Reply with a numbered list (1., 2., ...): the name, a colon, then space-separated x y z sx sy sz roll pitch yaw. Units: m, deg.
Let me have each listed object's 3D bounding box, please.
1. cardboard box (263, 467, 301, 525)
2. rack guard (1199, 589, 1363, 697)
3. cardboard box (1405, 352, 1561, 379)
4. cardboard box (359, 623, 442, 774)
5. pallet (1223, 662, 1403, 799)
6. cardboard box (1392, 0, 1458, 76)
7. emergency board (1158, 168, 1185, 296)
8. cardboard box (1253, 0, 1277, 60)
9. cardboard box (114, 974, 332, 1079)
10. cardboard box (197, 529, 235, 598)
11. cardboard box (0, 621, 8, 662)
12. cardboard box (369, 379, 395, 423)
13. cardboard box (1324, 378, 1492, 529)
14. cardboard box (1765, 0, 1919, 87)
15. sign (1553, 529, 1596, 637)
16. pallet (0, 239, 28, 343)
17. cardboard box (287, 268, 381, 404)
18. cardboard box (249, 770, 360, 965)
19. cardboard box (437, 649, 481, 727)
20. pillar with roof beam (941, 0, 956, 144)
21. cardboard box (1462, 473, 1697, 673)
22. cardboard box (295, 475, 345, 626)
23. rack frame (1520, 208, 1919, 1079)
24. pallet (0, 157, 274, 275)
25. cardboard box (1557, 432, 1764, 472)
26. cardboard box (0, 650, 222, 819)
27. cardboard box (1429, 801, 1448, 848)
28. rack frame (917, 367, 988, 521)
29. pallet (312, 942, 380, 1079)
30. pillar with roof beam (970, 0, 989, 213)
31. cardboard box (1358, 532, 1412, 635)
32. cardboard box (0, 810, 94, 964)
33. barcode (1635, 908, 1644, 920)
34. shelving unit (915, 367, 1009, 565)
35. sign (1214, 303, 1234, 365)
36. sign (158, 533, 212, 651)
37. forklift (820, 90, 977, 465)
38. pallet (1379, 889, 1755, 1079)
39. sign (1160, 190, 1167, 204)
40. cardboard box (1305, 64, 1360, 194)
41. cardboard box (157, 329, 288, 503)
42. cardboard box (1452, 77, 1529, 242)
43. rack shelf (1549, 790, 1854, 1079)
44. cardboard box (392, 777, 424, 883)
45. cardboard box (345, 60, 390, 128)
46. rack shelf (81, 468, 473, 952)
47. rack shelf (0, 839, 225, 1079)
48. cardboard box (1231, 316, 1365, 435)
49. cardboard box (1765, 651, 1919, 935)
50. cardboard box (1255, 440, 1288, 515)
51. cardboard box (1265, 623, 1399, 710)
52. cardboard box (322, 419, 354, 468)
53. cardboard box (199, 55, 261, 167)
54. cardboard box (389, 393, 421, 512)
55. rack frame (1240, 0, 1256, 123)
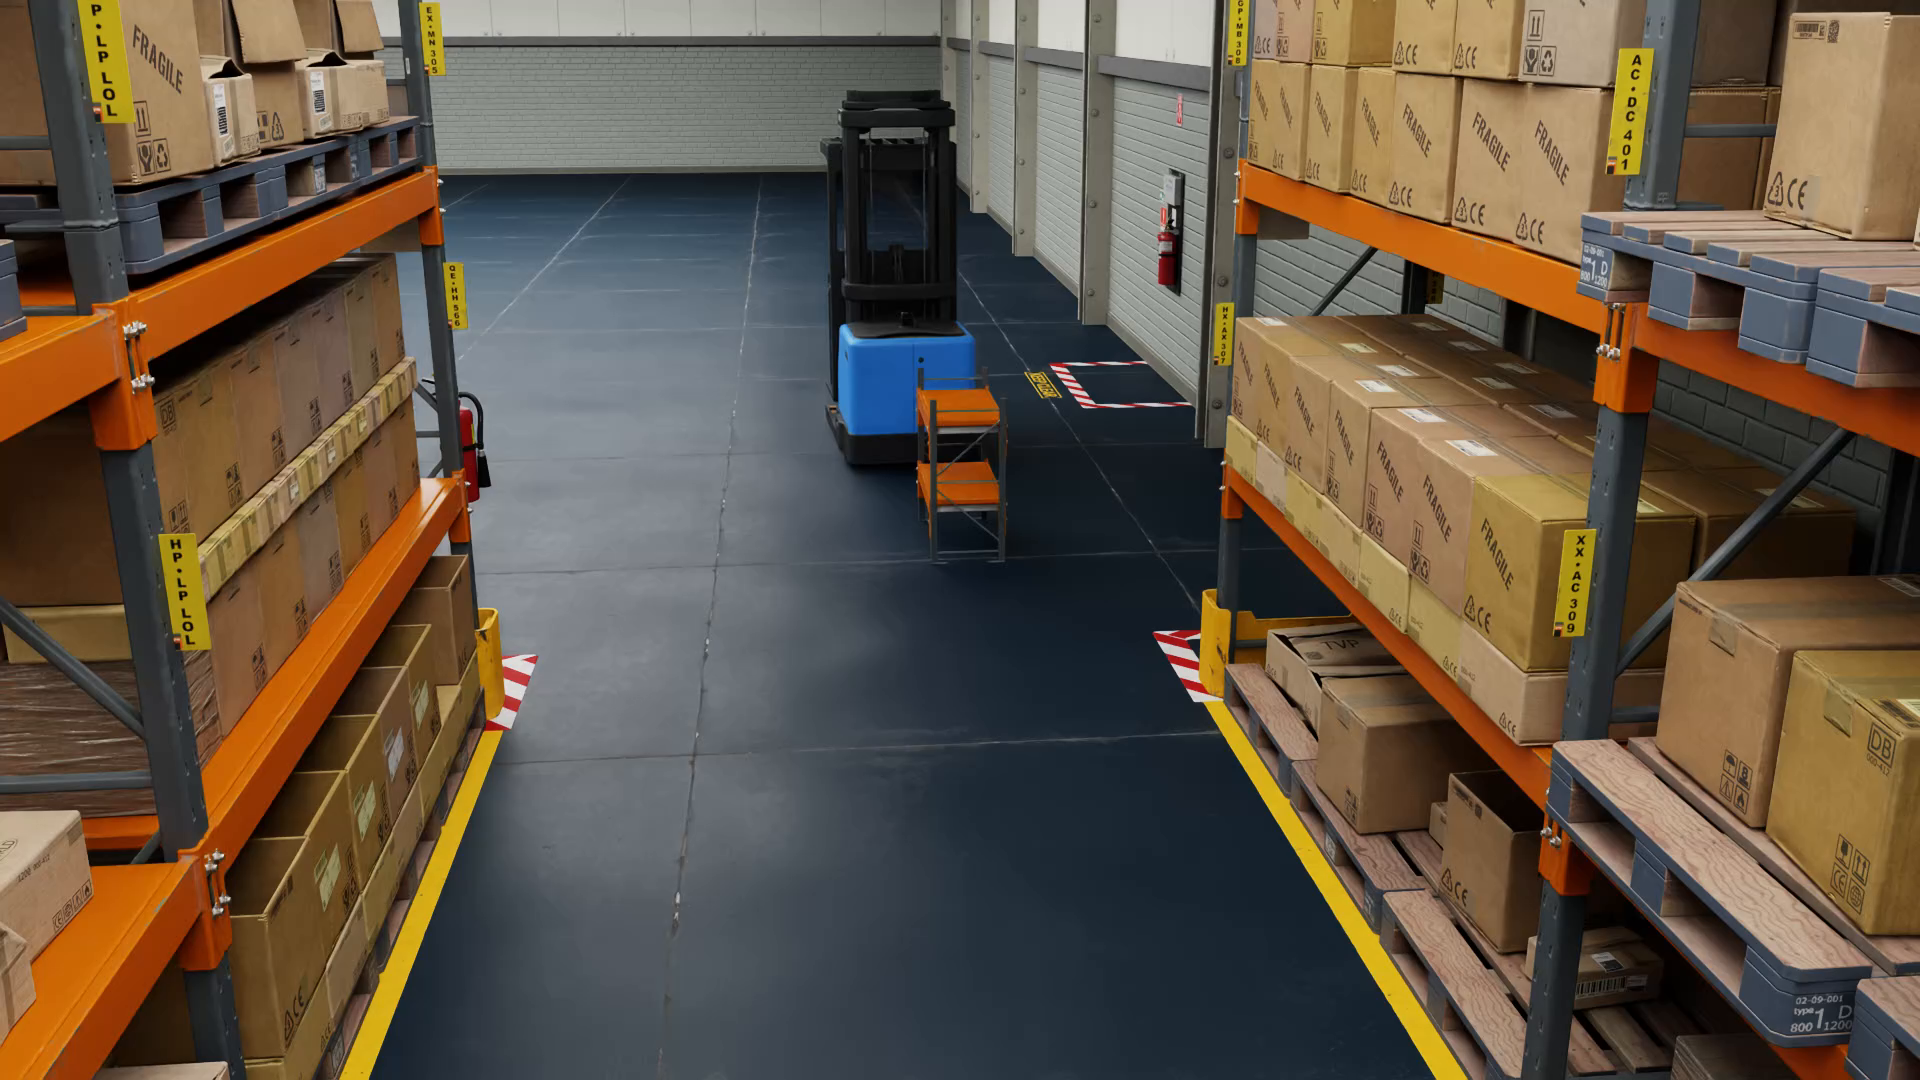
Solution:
1. cardboard box: -2.575 -0.153 5.906 0.380 0.149 0.250 -2 18 -7
2. rack guard: 1.919 0.544 9.110 1.175 0.500 0.348 -2 18 -6
3. cardboard box: 2.271 -0.529 7.320 0.500 0.500 0.500 -2 18 -7
4. cardboard box: -2.546 0.684 7.126 0.500 0.500 0.500 -2 18 -6
5. pallet: 1.968 0.925 8.379 1.003 0.211 1.213 -2 18 -6
6. cardboard box: 1.872 -1.904 5.857 0.500 0.500 0.500 -2 18 -8
7. emergency board: 2.008 -3.015 16.272 0.194 1.169 0.643 -2 18 -6
8. cardboard box: 1.710 -2.515 7.802 0.500 0.500 0.500 -3 18 -10
9. cardboard box: -2.349 1.638 5.340 0.500 0.250 0.500 -2 18 -6
10. cardboard box: -2.492 0.080 5.166 0.380 0.149 0.250 -2 18 -7
11. cardboard box: -2.844 0.243 4.646 0.380 0.149 0.250 -2 18 -6
12. cardboard box: -2.731 -0.612 7.370 0.380 0.149 0.250 -2 18 -6
13. cardboard box: 1.815 -0.361 6.783 0.500 0.500 0.500 -1 17 -4
14. cardboard box: 2.558 -1.600 4.888 0.500 0.500 0.500 -1 17 -4
15. sign: 1.785 0.126 4.822 0.100 0.325 0.005 -2 18 -6
16. pallet: -2.499 -0.403 3.265 0.805 0.209 1.217 -2 18 -8
17. cardboard box: -2.915 -0.872 7.115 0.700 0.500 0.500 -2 18 -7
18. cardboard box: -2.399 1.132 5.702 0.500 0.500 0.500 -2 18 -6
19. cardboard box: -2.666 0.745 8.186 0.500 0.250 0.500 -2 18 -6
20. pillar with roof beam: -4.532 -12.157 35.377 9.100 9.000 0.400 -2 18 -6
21. cardboard box: 1.968 0.093 5.337 0.500 0.500 0.500 -2 18 -6
22. cardboard box: -2.817 0.036 6.389 0.700 0.500 0.500 -1 17 -4
23. rack frame: 2.324 0.520 5.012 1.000 3.000 0.127 -2 18 -6
24. pallet: -2.716 -0.968 4.892 1.003 0.211 1.213 -2 18 -6
25. cardboard box: 2.434 -0.076 5.877 0.500 0.500 0.500 -2 18 -6
26. cardboard box: -2.655 0.495 4.927 0.700 0.500 0.500 -2 18 -7
27. cardboard box: 2.179 1.193 6.893 0.380 0.149 0.250 -3 18 -10
28. rack frame: -0.052 -0.686 11.985 0.500 1.125 0.032 -2 18 -6
29. pallet: -2.643 1.767 5.698 1.003 0.211 1.213 -2 18 -6
30. pillar with roof beam: -3.913 -10.369 29.683 9.100 9.000 0.400 -2 18 -6
31. cardboard box: 1.863 0.152 6.401 0.500 0.250 0.500 -2 18 -6
32. cardboard box: -2.508 0.891 4.081 0.500 0.250 0.500 -1 17 -2
33. barcode: 2.535 1.374 6.199 0.001 0.075 0.075 -2 18 -6
34. shelving unit: 0.001 -0.535 11.502 0.538 1.125 1.048 -2 18 -6
35. sign: 1.372 -1.068 8.625 0.100 0.325 0.005 -2 18 -6
36. sign: -2.064 0.140 4.422 0.100 0.325 0.005 -2 18 -6
37. forklift: -0.611 -2.404 14.442 1.130 2.935 3.031 -3 18 -9
38. pallet: 2.220 1.652 6.064 1.003 0.211 1.213 -2 18 -6
39. sign: 2.046 -3.451 16.717 0.001 0.109 0.331 -2 18 -6
40. cardboard box: 1.775 -1.737 6.993 0.500 0.500 0.500 -1 17 -3
41. cardboard box: -2.759 -0.424 5.687 0.700 0.500 0.500 -2 18 -6
42. cardboard box: 1.987 -1.262 5.481 0.500 0.500 0.500 -3 18 -10
43. rack shelf: 2.530 1.459 3.222 1.077 0.370 4.000 -2 18 -6
44. cardboard box: -2.499 1.191 6.764 0.500 0.250 0.500 -2 18 -6
45. cardboard box: -2.634 -1.809 6.739 0.500 0.250 0.500 -2 18 -6
46. rack shelf: -2.809 0.422 6.527 1.077 0.370 4.000 -2 18 -6
47. rack shelf: -2.396 1.614 2.731 1.077 0.370 4.000 -2 18 -6
48. cardboard box: 1.662 -0.816 8.233 0.500 0.500 0.500 -2 18 -6
49. cardboard box: 2.393 0.582 3.914 0.700 0.500 0.500 0 17 0
50. cardboard box: 1.714 -0.300 7.842 0.500 0.250 0.500 -2 18 -7
51. cardboard box: 1.893 0.610 8.479 0.500 0.311 0.500 -4 18 -12
52. cardboard box: -2.651 -0.381 6.632 0.380 0.149 0.250 -1 17 -4
53. cardboard box: -2.448 -1.300 5.018 0.500 0.311 0.500 -3 18 -9
54. cardboard box: -2.980 -0.426 7.858 0.700 0.500 0.500 -2 18 -6
55. rack frame: 1.912 -3.534 7.909 1.000 3.000 0.127 -2 18 -6
